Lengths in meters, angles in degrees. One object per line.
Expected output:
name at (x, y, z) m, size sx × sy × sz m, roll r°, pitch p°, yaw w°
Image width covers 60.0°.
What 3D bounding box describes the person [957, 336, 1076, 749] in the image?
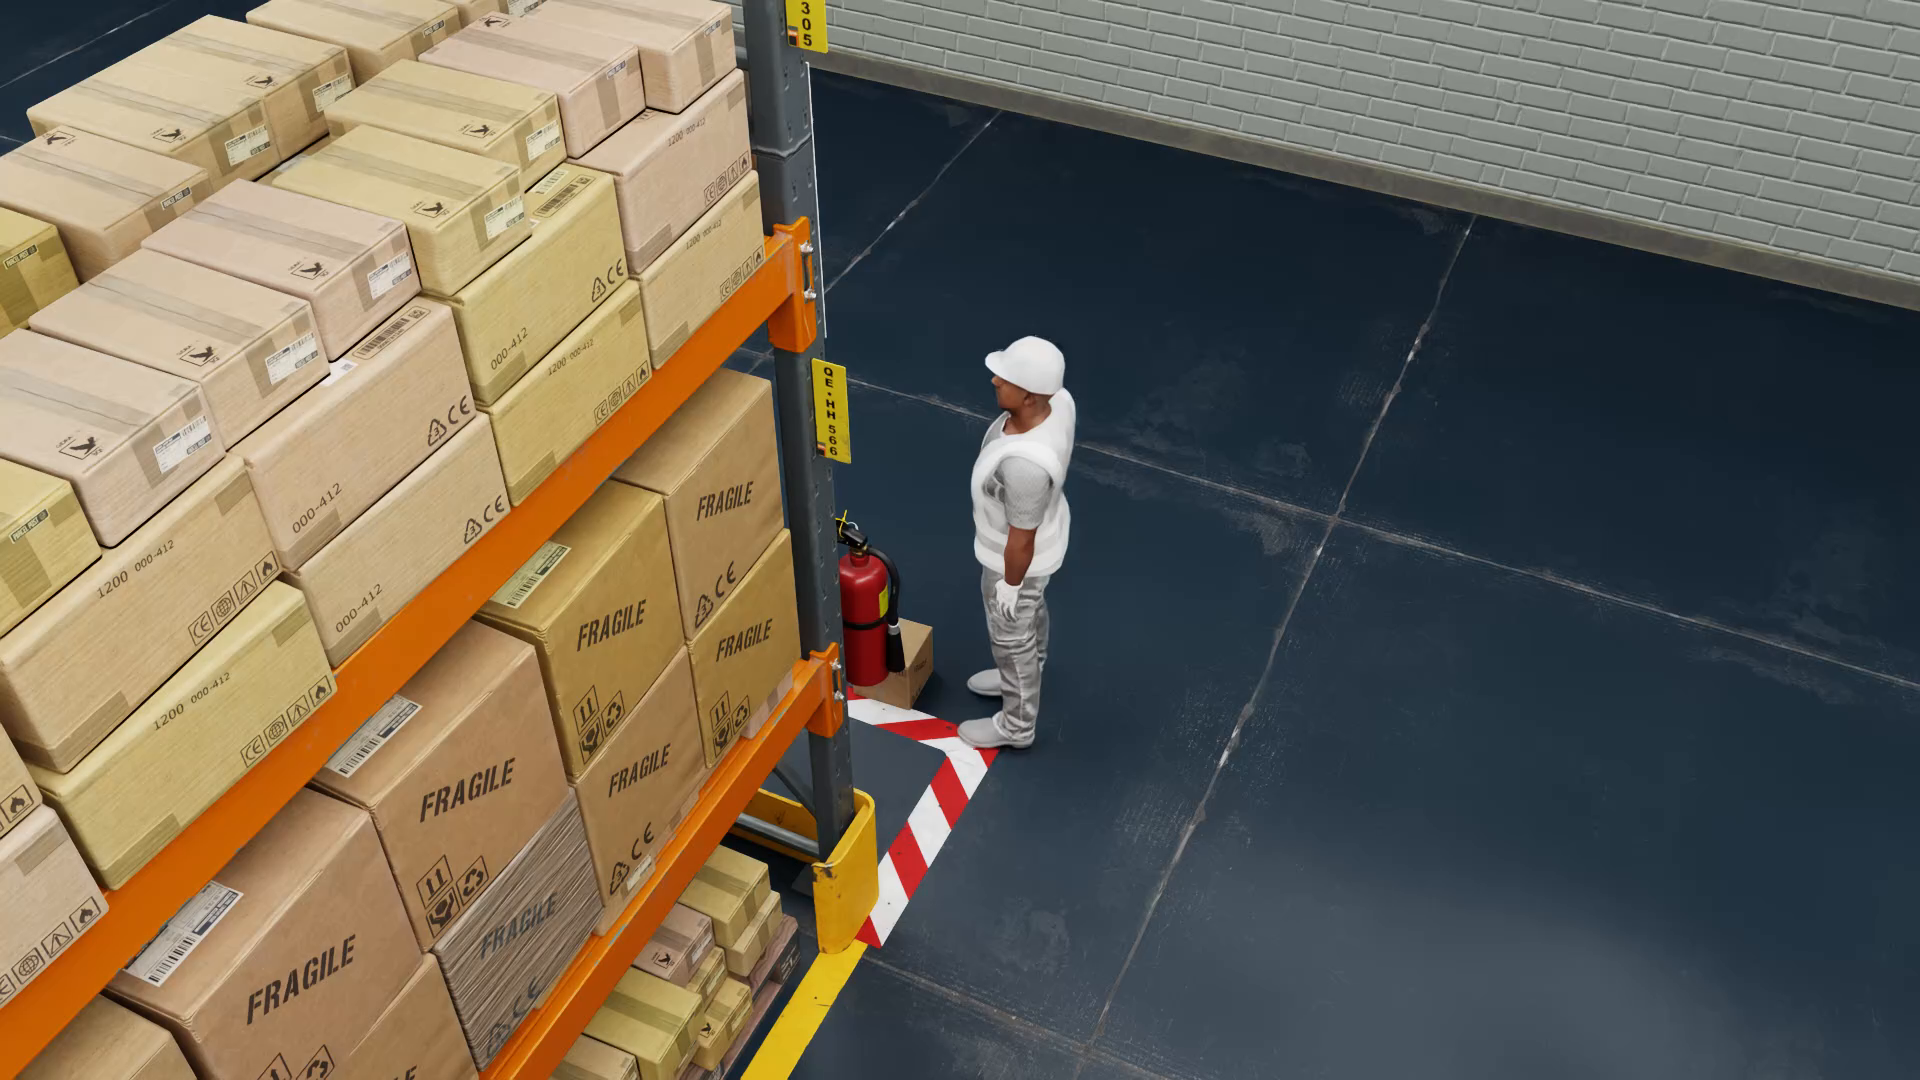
person at (0.206, 0.008, 6.101) m, size 0.388 × 1.796 × 0.589 m, roll 9°, pitch 42°, yaw 10°
